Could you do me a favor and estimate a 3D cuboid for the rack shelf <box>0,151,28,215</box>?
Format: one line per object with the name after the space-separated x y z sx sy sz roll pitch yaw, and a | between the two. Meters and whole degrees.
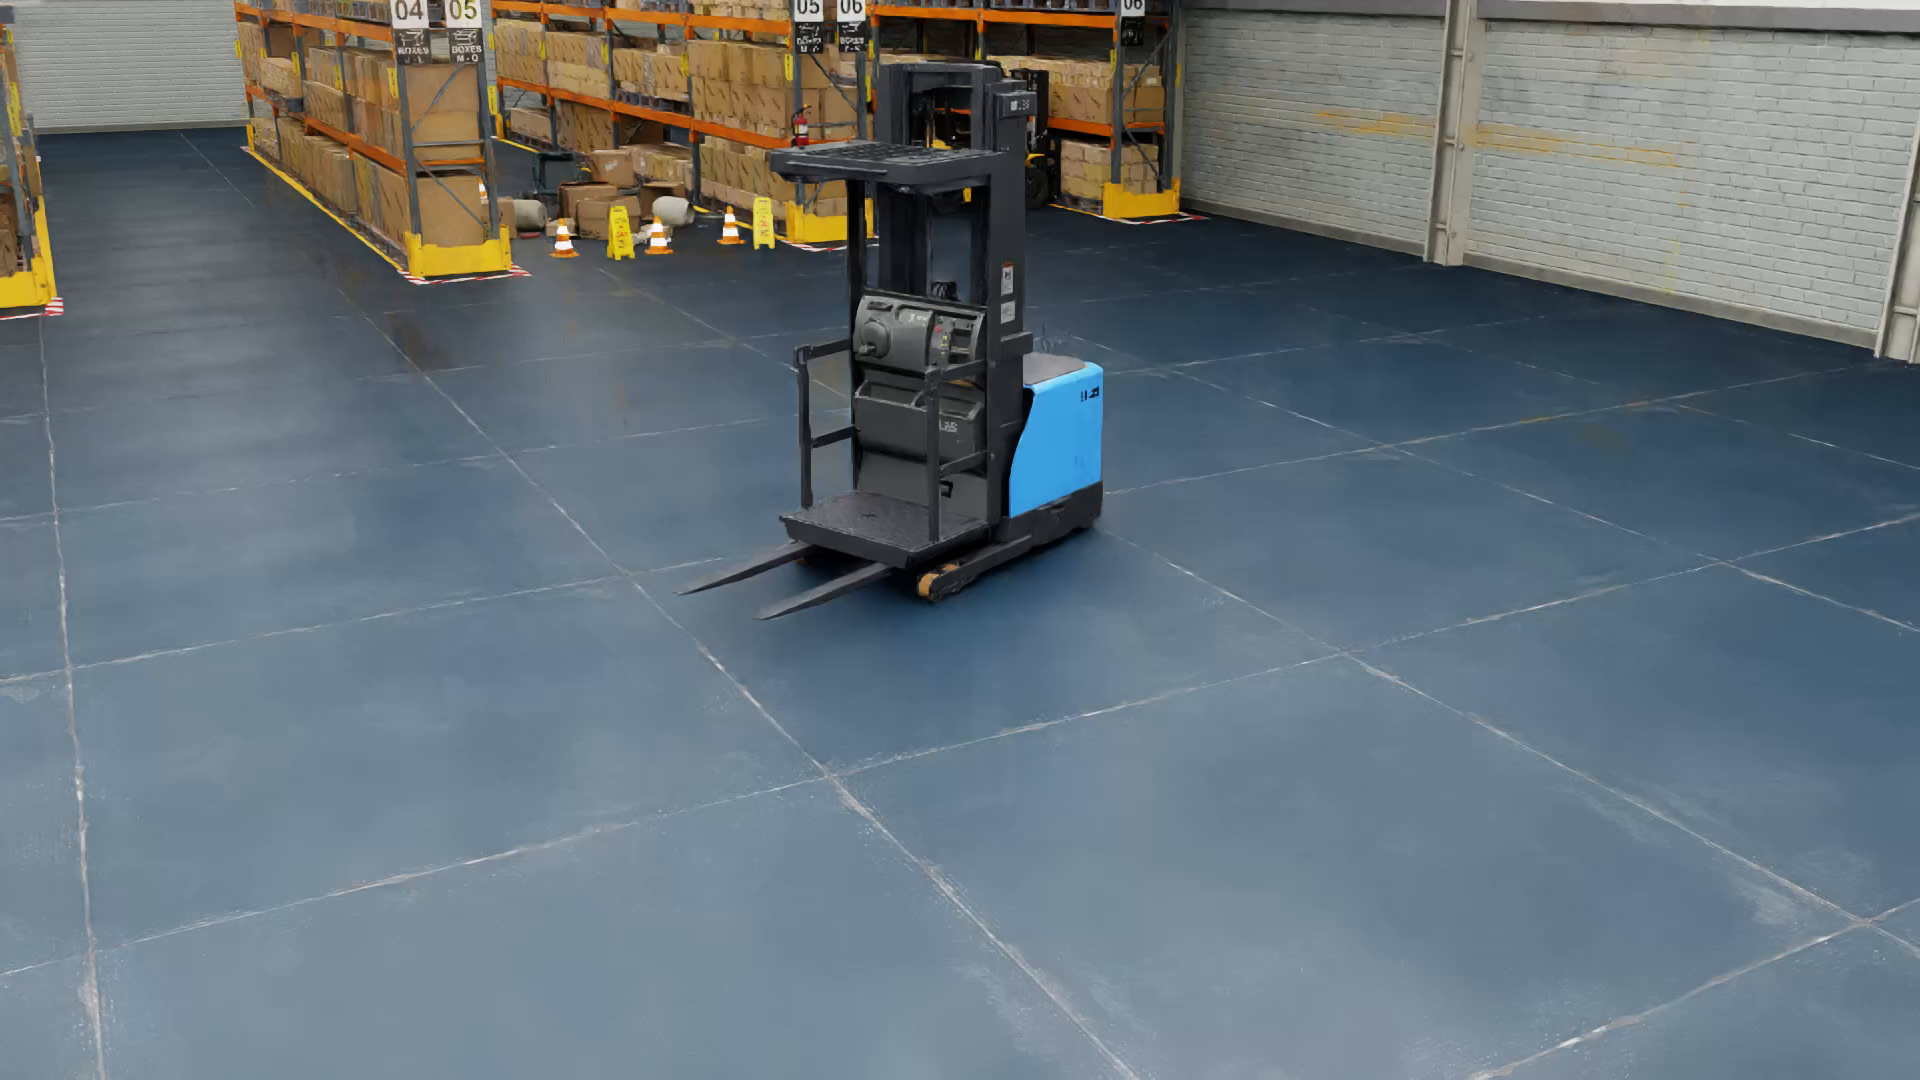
-11.375 -4.152 19.168 1.077 0.370 4.000 -10 21 -27 | rack shelf

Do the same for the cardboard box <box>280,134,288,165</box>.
-11.593 -6.866 29.118 0.500 0.500 0.500 -9 21 -25 | cardboard box

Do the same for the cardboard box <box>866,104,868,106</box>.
-1.954 -8.565 33.049 0.380 0.149 0.250 -10 21 -26 | cardboard box

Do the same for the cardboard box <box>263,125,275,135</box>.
-12.792 -7.659 31.043 0.380 0.149 0.250 -11 22 -29 | cardboard box

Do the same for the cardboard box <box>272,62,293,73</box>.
-11.182 -7.831 27.556 0.380 0.149 0.250 -9 21 -25 | cardboard box

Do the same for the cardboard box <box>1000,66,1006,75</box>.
0.808 -7.519 26.674 0.380 0.149 0.250 -9 21 -25 | cardboard box

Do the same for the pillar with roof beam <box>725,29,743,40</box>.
-9.210 -13.899 37.114 9.100 9.000 0.400 -10 21 -27 | pillar with roof beam

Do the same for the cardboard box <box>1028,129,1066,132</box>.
1.422 -6.488 26.874 0.500 0.250 0.500 -10 22 -27 | cardboard box

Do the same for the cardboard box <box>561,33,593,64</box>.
-6.944 -8.961 30.315 0.500 0.500 0.500 -11 22 -28 | cardboard box

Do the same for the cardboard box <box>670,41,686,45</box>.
-4.477 -8.016 27.017 0.380 0.149 0.250 -11 22 -29 | cardboard box

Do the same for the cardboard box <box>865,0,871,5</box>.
-1.593 -9.976 30.575 0.500 0.250 0.500 -11 22 -28 | cardboard box

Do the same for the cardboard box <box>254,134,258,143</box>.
-13.642 -7.901 32.657 0.380 0.149 0.250 -10 21 -26 | cardboard box

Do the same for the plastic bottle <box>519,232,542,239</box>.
-5.804 -4.120 22.477 0.133 0.061 0.283 16 25 39 | plastic bottle

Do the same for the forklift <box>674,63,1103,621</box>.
-0.377 -1.210 9.645 1.130 2.935 3.031 14 24 36 | forklift

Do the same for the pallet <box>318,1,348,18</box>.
-8.390 -7.388 23.139 0.805 0.209 1.217 -11 22 -29 | pallet

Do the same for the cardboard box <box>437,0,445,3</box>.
-5.892 -6.350 19.425 0.380 0.149 0.250 -10 21 -26 | cardboard box

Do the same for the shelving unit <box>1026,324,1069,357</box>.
0.576 -0.836 11.214 0.189 1.200 0.258 14 23 34 | shelving unit

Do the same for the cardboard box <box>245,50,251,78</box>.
-13.363 -9.117 31.844 0.500 0.500 0.500 -10 21 -27 | cardboard box

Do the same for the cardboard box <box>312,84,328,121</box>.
-9.352 -6.540 24.832 0.500 0.500 0.500 -10 21 -27 | cardboard box

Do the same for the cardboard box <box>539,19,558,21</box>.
-8.300 -10.443 33.615 0.380 0.149 0.250 -9 21 -25 | cardboard box

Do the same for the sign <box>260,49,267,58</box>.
-12.184 -8.425 29.121 0.100 0.325 0.005 -10 21 -27 | sign

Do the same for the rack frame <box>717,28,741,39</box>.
-4.935 -10.816 37.377 1.000 3.000 0.127 -10 21 -27 | rack frame

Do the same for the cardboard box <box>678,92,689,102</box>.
-4.090 -6.786 25.440 0.380 0.149 0.250 -10 21 -26 | cardboard box

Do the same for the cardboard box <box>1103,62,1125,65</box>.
2.355 -7.074 24.930 0.380 0.149 0.250 -10 21 -26 | cardboard box

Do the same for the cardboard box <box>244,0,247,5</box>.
-12.884 -9.981 30.590 0.500 0.250 0.500 -10 21 -27 | cardboard box

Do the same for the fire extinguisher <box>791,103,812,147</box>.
-2.055 -5.312 21.546 0.296 0.674 0.183 -10 21 -27 | fire extinguisher

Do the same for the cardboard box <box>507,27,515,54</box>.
-8.821 -10.090 33.588 0.500 0.500 0.500 -10 21 -27 | cardboard box

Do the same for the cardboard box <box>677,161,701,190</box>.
-3.854 -5.708 25.958 0.950 0.372 0.625 -10 21 -26 | cardboard box

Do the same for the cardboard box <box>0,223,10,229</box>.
-11.021 -3.283 18.735 0.500 0.500 0.500 -4 20 -12 | cardboard box

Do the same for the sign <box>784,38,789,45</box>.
-3.509 -9.991 33.659 0.100 0.325 0.005 -10 21 -27 | sign

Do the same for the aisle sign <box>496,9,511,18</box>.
-9.591 -11.251 34.652 0.394 0.787 0.004 -10 21 -27 | aisle sign

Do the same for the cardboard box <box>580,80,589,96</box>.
-6.452 -8.075 29.663 0.500 0.250 0.500 -10 22 -27 | cardboard box

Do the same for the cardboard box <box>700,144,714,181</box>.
-3.560 -5.643 24.809 0.500 0.500 0.500 -9 21 -24 | cardboard box

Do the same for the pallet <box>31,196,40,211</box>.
-14.532 -5.134 25.187 1.003 0.211 1.213 -10 21 -27 | pallet

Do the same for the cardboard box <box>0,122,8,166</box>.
-10.662 -4.268 17.792 0.875 0.500 0.500 -10 21 -27 | cardboard box

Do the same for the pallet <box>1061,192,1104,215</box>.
2.263 -5.118 25.139 1.003 0.211 1.213 -10 21 -27 | pallet

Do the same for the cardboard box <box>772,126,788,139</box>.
-2.287 -5.464 22.252 0.380 0.149 0.250 -10 22 -27 | cardboard box

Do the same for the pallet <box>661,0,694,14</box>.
-3.802 -8.124 25.266 1.213 0.211 1.003 -10 21 -27 | pallet

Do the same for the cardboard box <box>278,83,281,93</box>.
-10.933 -7.398 27.215 0.380 0.149 0.250 -11 22 -29 | cardboard box

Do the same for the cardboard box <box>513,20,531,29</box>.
-8.677 -10.276 33.132 0.380 0.149 0.250 -11 22 -28 | cardboard box

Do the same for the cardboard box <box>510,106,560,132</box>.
-8.900 -8.859 34.991 0.875 0.438 0.875 -11 22 -28 | cardboard box

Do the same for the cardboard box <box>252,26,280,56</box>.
-12.421 -9.003 29.982 0.500 0.500 0.500 -11 22 -28 | cardboard box

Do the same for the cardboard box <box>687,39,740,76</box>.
-3.585 -7.102 24.472 0.700 0.500 0.500 -10 22 -27 | cardboard box

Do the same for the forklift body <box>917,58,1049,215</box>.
0.157 -6.083 24.964 2.313 2.155 1.214 -10 21 -27 | forklift body

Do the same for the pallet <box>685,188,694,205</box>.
-3.974 -5.506 26.265 1.003 0.211 1.213 -10 21 -27 | pallet

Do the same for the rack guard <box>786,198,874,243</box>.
-1.739 -4.293 22.306 1.175 0.500 0.348 -10 21 -27 | rack guard

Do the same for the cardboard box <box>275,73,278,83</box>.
-11.060 -7.615 27.387 0.380 0.149 0.250 -9 21 -25 | cardboard box

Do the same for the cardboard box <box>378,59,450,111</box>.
-6.496 -5.495 20.071 0.875 0.550 0.550 -10 21 -27 | cardboard box

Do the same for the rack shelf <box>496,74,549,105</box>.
-8.351 -9.132 33.600 1.077 0.370 4.000 -10 21 -27 | rack shelf

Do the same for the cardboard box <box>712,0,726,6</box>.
-3.155 -7.628 23.313 0.500 0.250 0.500 -10 21 -26 | cardboard box

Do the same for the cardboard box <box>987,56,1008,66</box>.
0.654 -7.728 26.825 0.380 0.149 0.250 -10 21 -26 | cardboard box

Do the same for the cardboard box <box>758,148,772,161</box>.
-2.547 -5.297 22.812 0.380 0.149 0.250 -9 21 -25 | cardboard box

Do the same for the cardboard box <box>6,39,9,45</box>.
-17.560 -8.836 30.264 0.500 0.500 0.500 -10 21 -26 | cardboard box

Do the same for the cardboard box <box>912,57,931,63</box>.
-0.621 -8.367 29.133 0.380 0.149 0.250 -9 21 -26 | cardboard box

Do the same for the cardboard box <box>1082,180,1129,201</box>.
2.162 -5.207 24.696 0.500 0.250 0.500 -10 21 -26 | cardboard box

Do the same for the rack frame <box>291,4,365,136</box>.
-9.811 -6.954 26.185 1.000 3.000 0.127 -10 21 -27 | rack frame

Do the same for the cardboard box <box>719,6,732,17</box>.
-3.136 -7.389 23.233 0.380 0.149 0.250 -10 22 -28 | cardboard box

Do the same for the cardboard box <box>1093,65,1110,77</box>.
2.163 -6.853 24.291 0.380 0.149 0.250 -10 21 -27 | cardboard box
